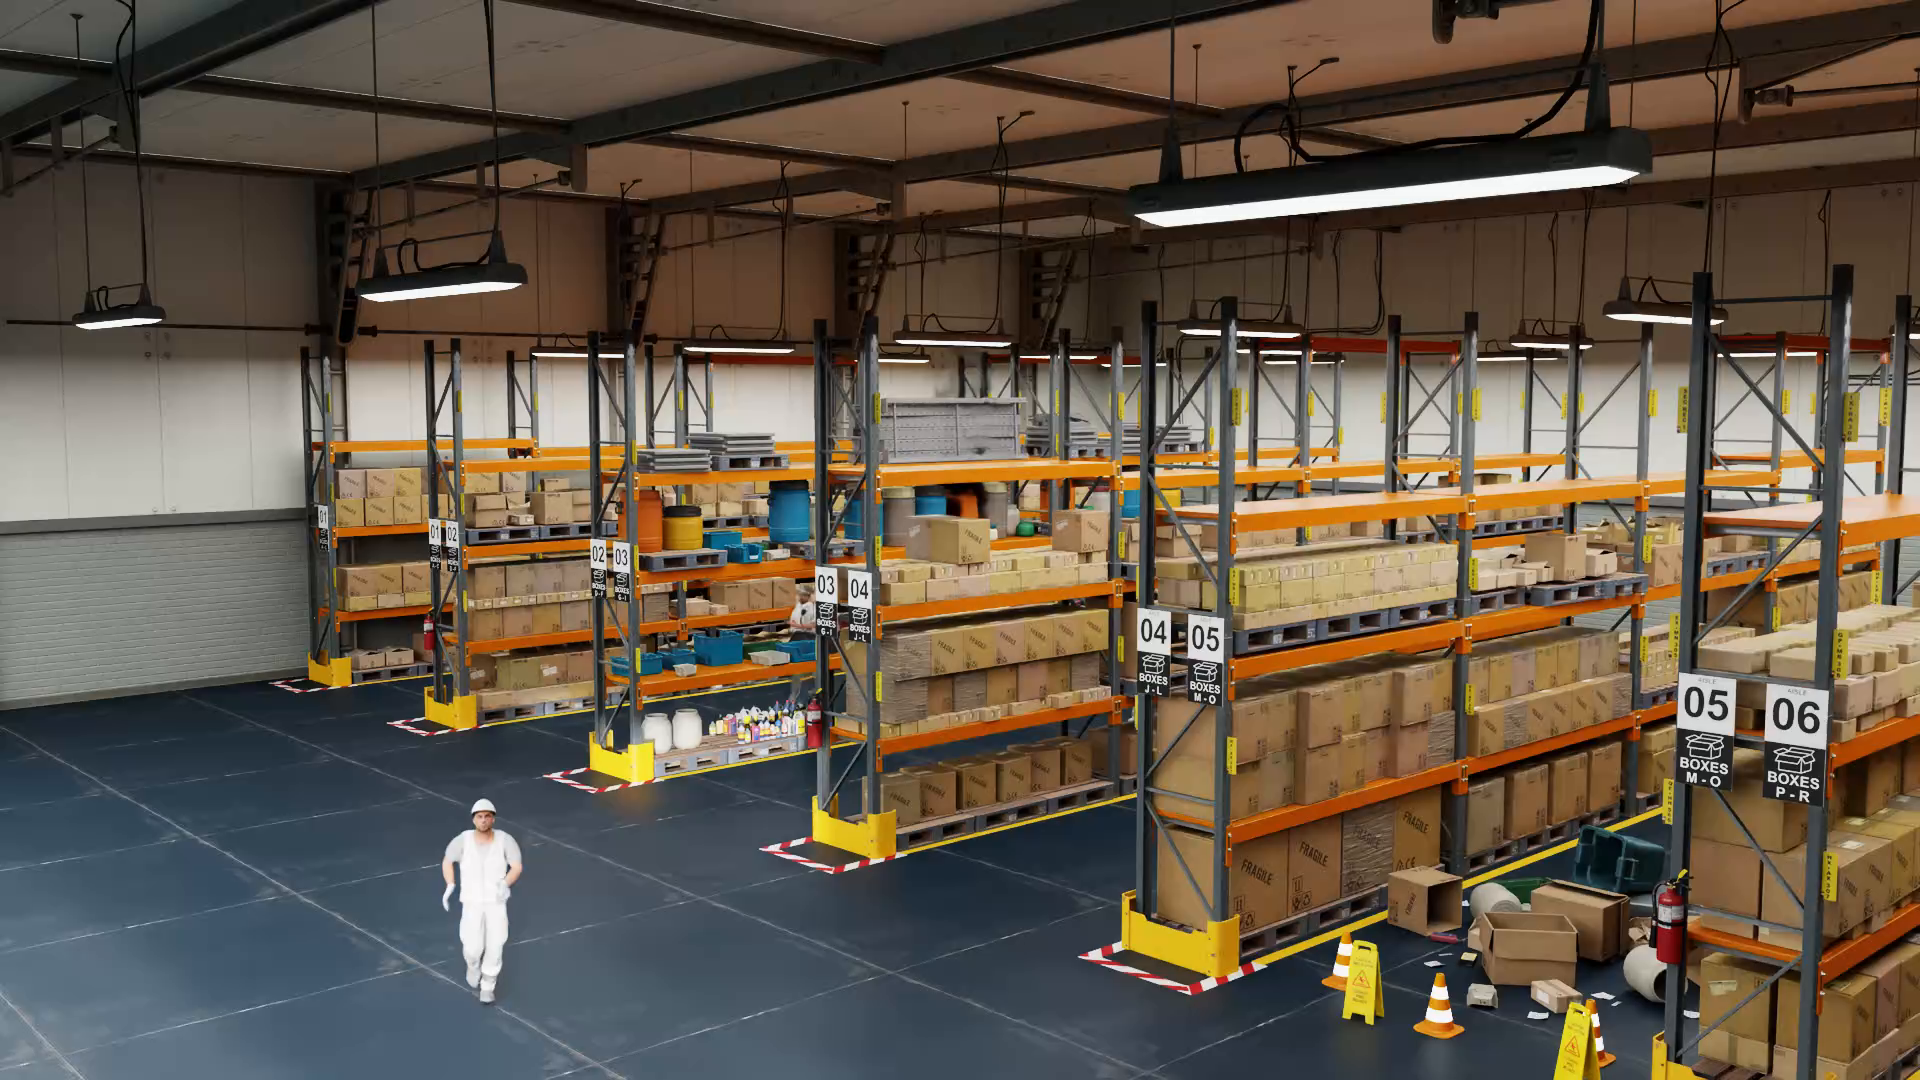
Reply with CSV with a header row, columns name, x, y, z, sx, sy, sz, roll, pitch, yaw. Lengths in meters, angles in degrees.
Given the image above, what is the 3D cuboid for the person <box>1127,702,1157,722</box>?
name,x,y,z,sx,sy,sz,roll,pitch,yaw
person,2.720,1.872,24.680,0.739,1.676,0.576,-5,7,-43

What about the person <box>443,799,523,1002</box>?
name,x,y,z,sx,sy,sz,roll,pitch,yaw
person,-4.022,3.061,14.048,0.656,1.739,0.587,-2,5,-17

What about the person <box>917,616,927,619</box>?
name,x,y,z,sx,sy,sz,roll,pitch,yaw
person,-0.693,1.414,29.596,0.635,1.786,0.617,4,6,38

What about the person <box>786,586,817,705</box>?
name,x,y,z,sx,sy,sz,roll,pitch,yaw
person,-2.515,1.677,26.682,0.631,1.914,0.741,4,7,40
